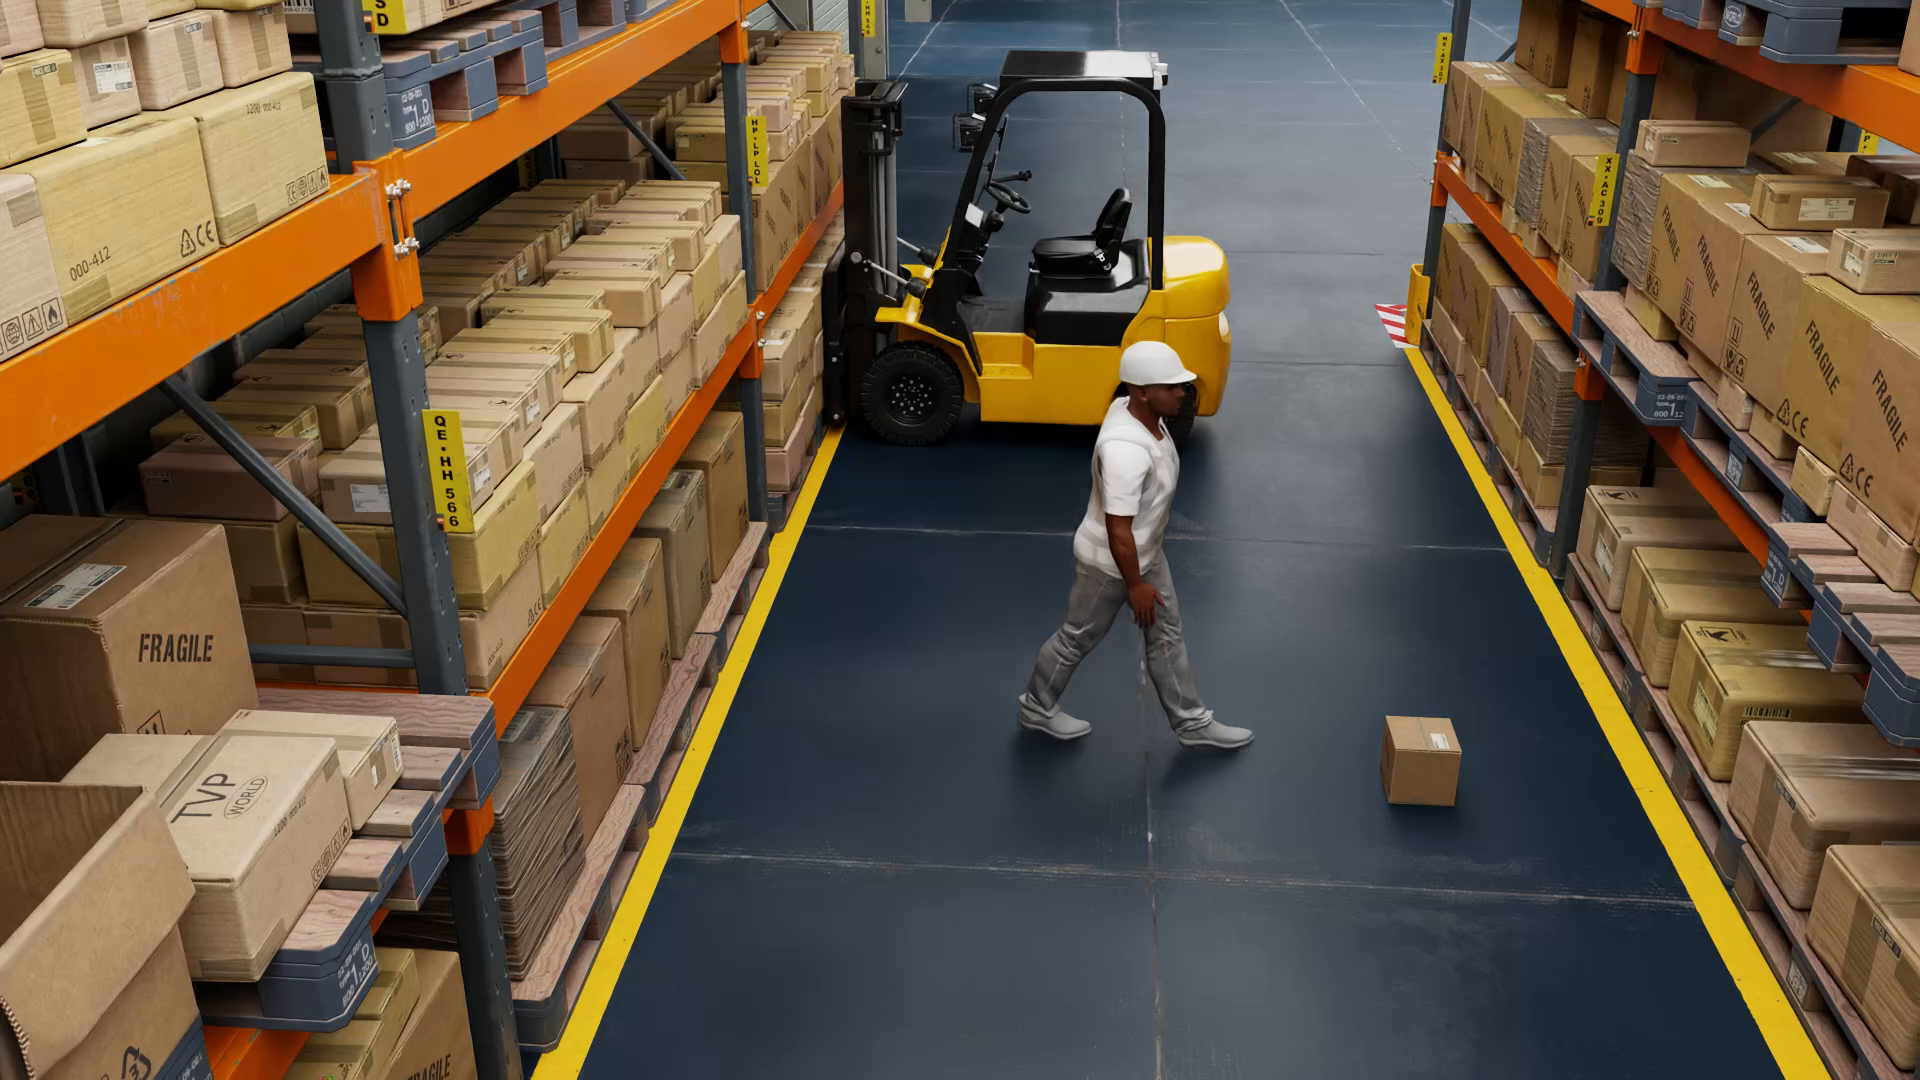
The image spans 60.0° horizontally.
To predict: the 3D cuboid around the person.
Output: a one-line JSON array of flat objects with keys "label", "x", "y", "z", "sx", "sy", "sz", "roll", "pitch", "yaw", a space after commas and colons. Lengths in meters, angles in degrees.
[{"label": "person", "x": 0.689, "y": 0.054, "z": 6.432, "sx": 0.959, "sy": 1.706, "sz": 0.603, "roll": 9, "pitch": 26, "yaw": 19}]
